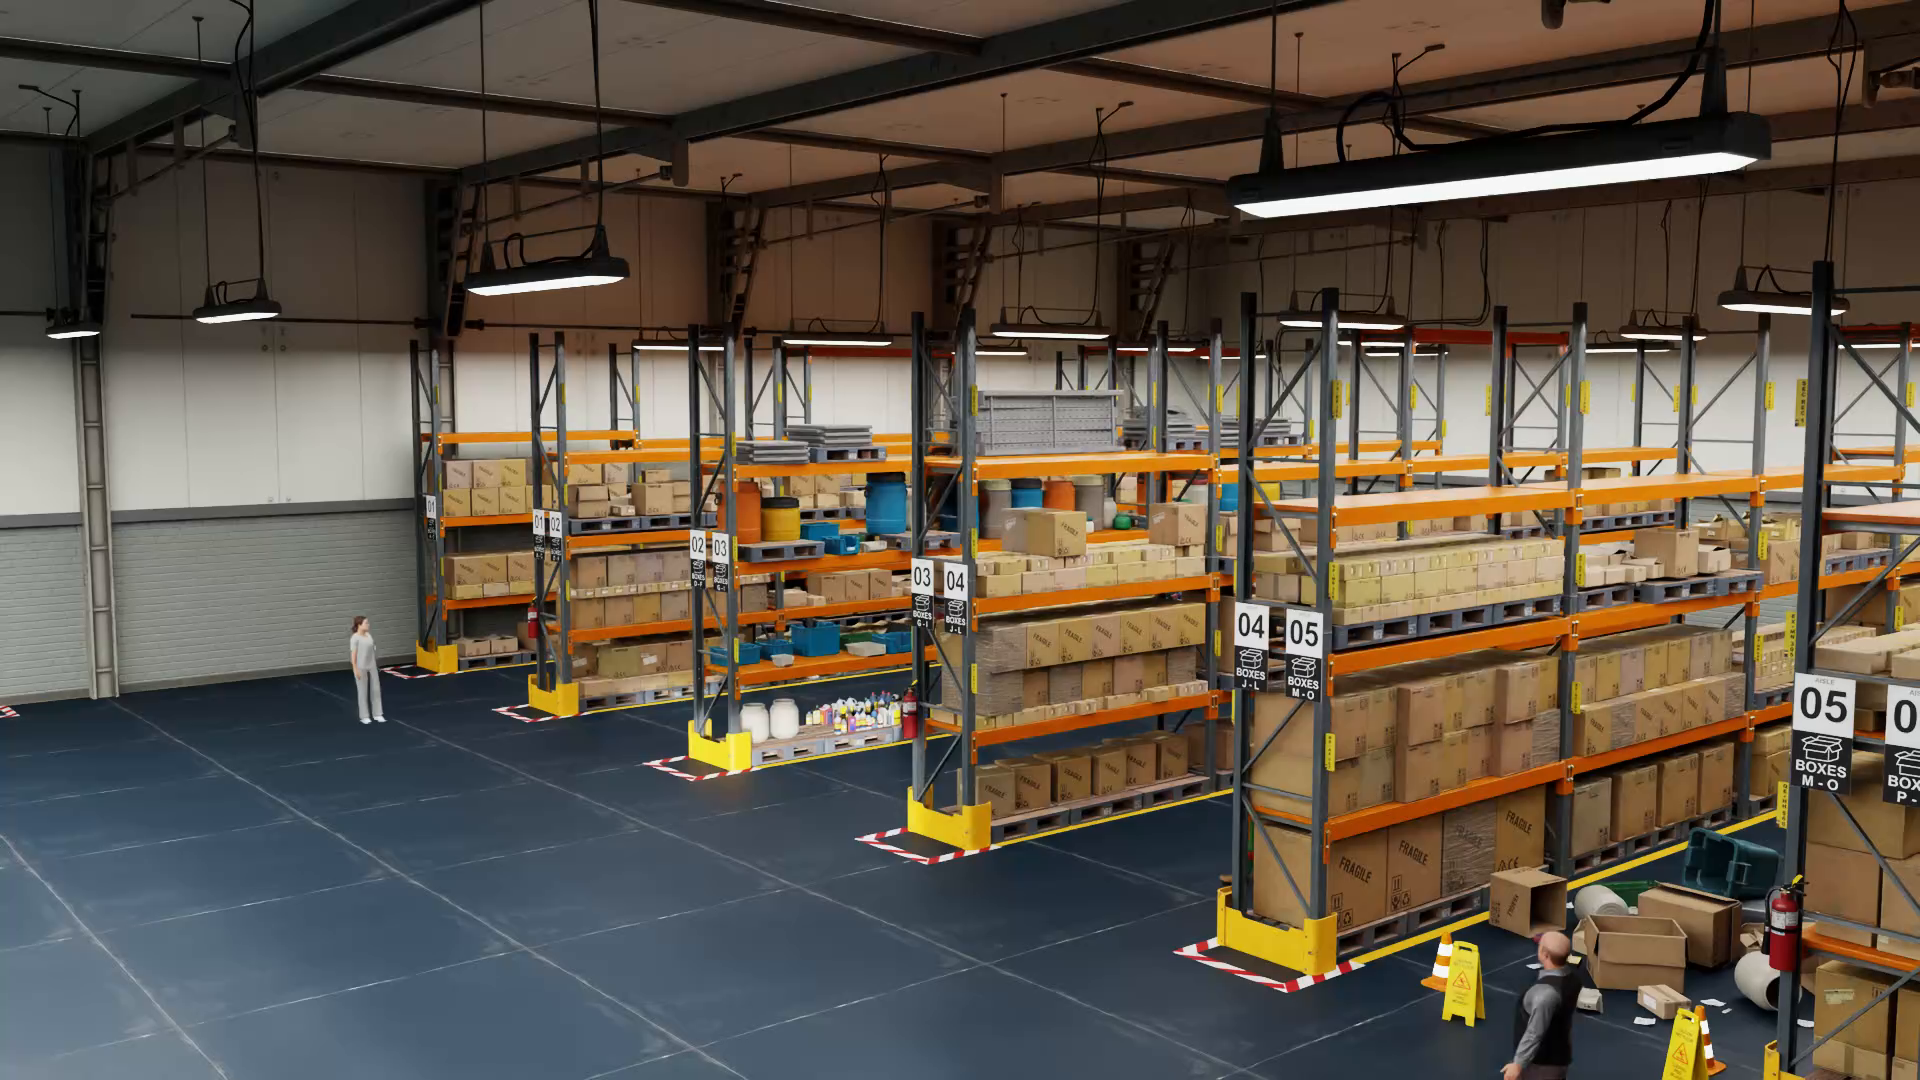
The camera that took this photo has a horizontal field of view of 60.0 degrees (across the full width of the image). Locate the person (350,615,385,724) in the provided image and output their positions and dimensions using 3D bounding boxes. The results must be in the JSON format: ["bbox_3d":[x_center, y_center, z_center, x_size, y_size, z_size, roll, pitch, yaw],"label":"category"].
[{"bbox_3d":[-9.117,1.984,25.530,0.368,1.671,0.506,4,7,39],"label":"person"}]

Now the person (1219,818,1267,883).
[{"bbox_3d":[3.063,2.672,17.360,0.599,1.789,0.546,2,6,22],"label":"person"}]

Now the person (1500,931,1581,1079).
[{"bbox_3d":[3.688,3.351,10.643,0.506,1.757,0.568,2,6,21],"label":"person"}]
